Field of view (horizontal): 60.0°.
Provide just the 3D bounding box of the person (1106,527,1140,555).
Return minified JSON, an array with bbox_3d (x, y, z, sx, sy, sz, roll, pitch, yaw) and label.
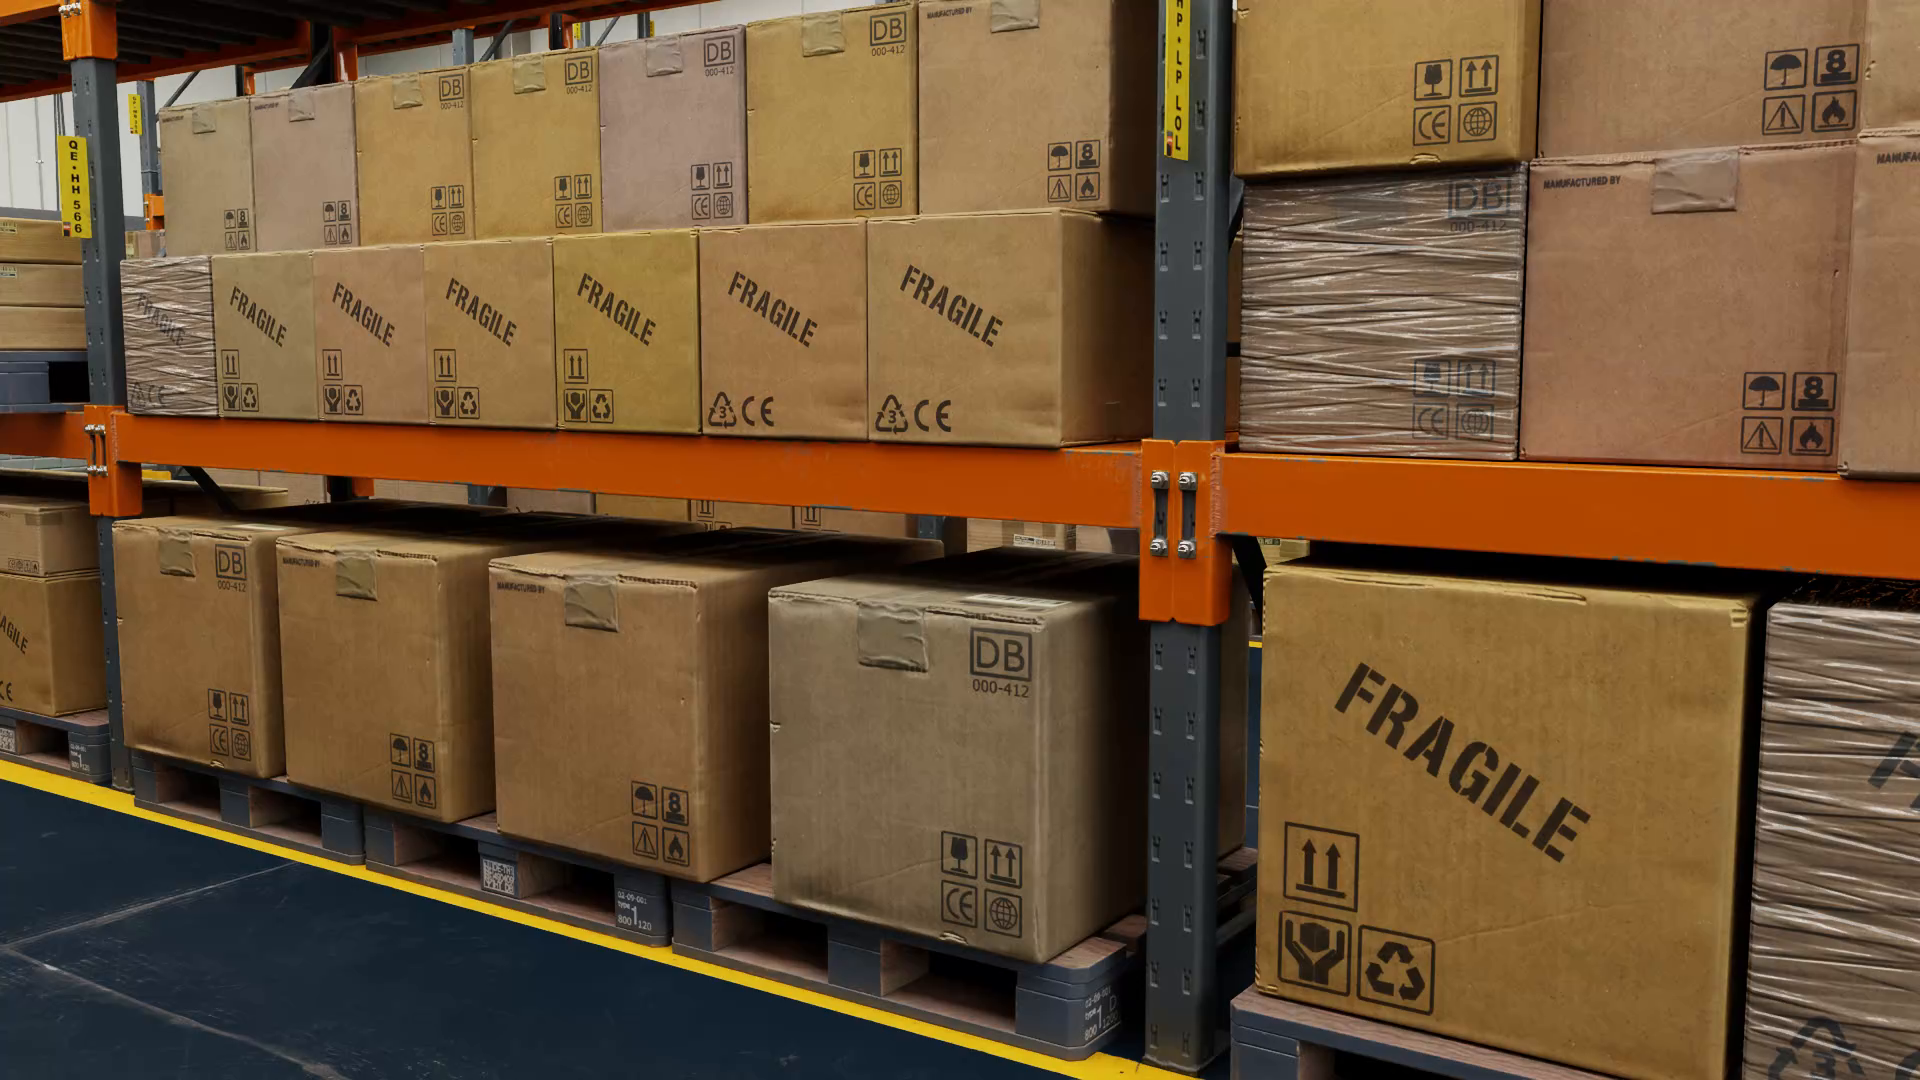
[{"bbox_3d":[0.955,0.039,7.384,0.422,1.284,0.891,4,8,32],"label":"person"}]
